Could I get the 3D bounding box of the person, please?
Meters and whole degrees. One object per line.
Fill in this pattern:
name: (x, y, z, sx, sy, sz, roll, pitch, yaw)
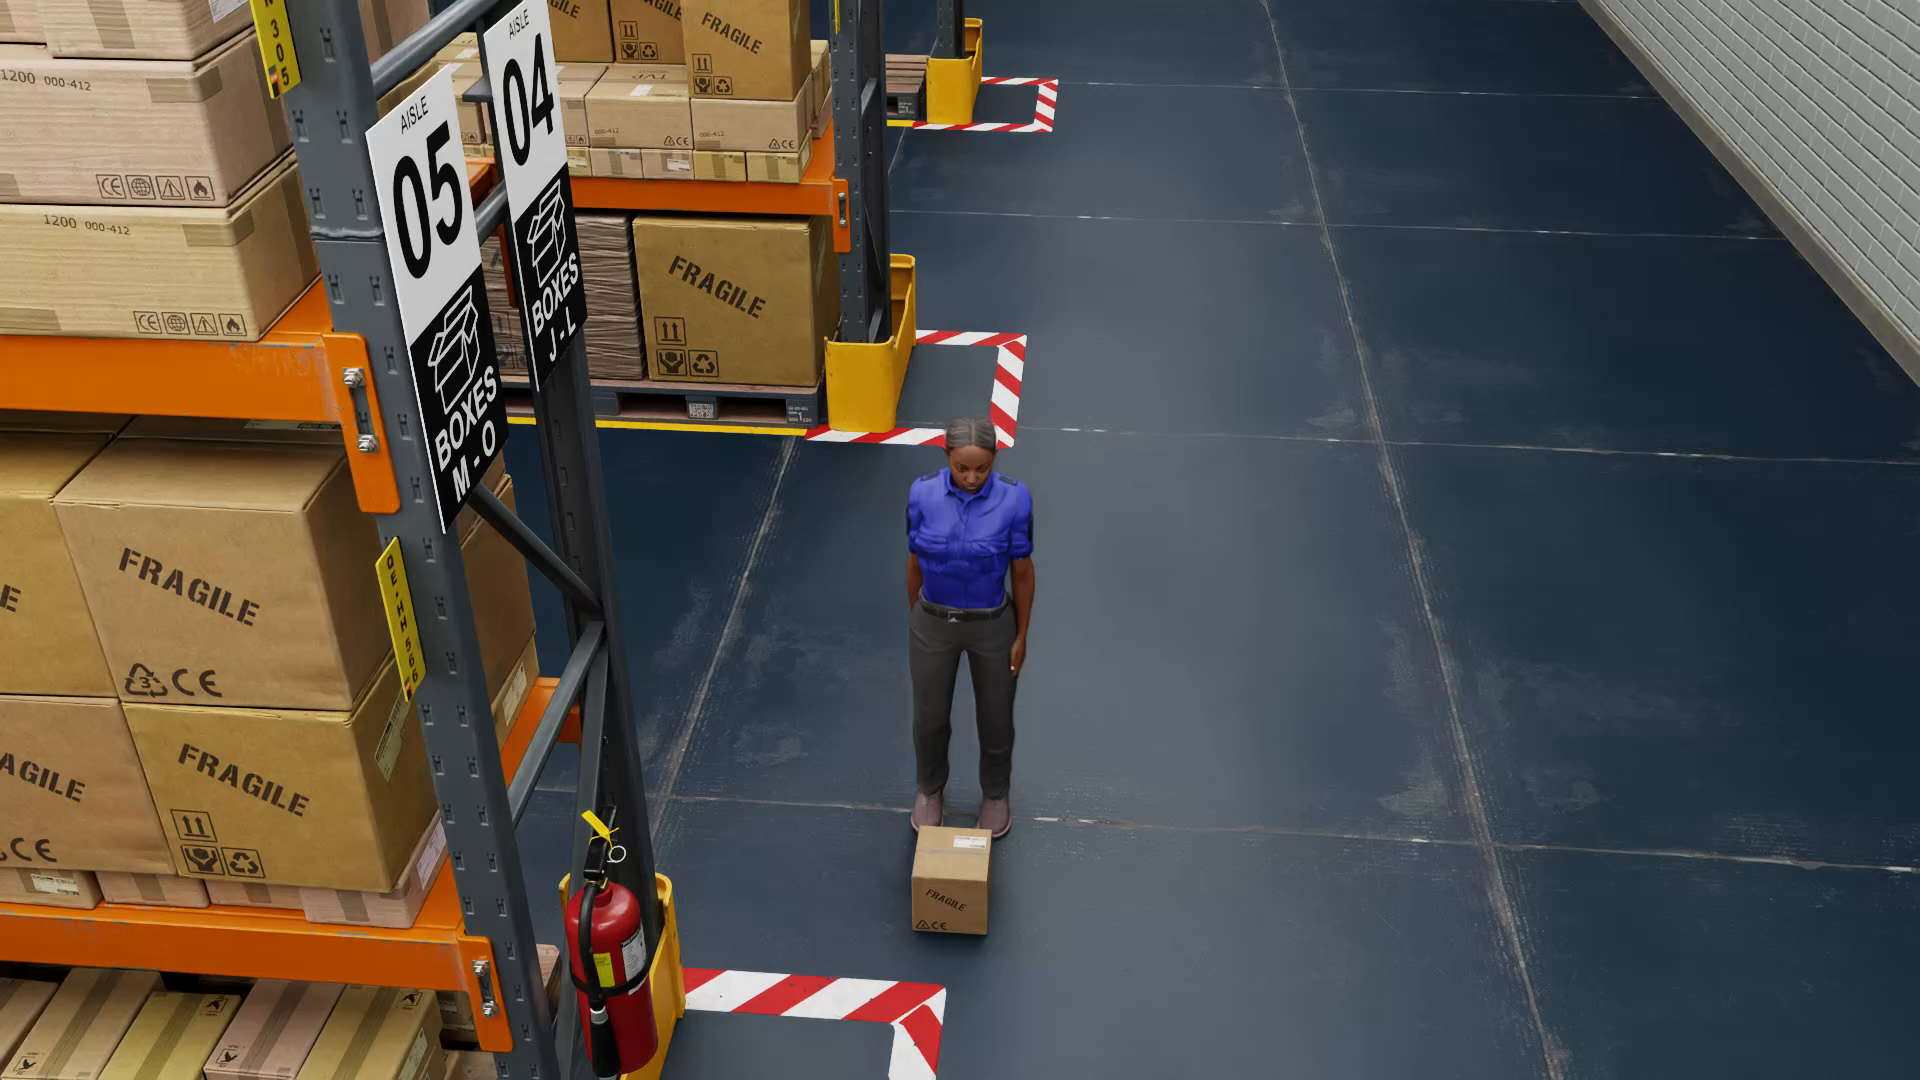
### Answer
person: (0.027, 0.306, 5.662, 0.429, 1.653, 0.305, 3, 32, 5)
